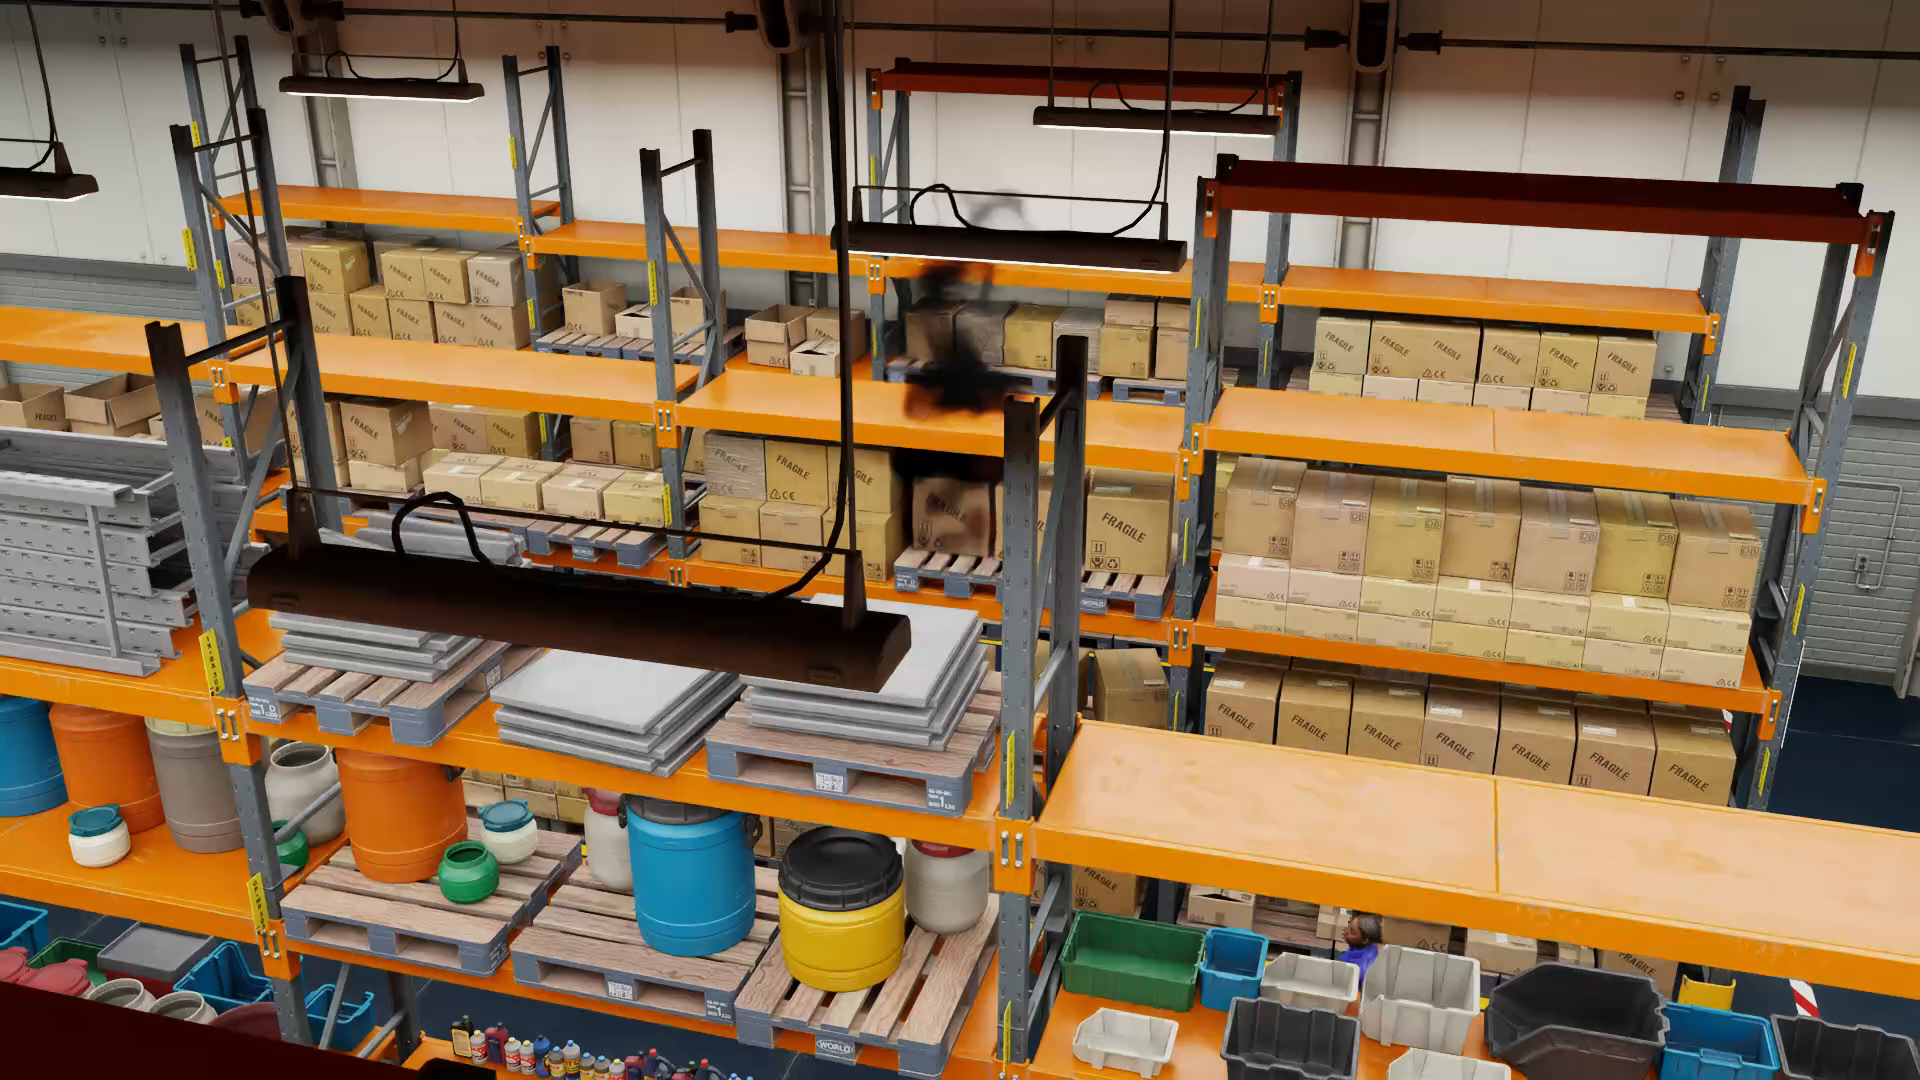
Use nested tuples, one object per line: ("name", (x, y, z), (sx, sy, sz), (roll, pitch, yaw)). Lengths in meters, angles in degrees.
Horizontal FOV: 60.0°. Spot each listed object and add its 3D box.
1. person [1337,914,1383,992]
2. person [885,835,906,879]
("person", (2.592, 3.129, 11.039), (0.753, 1.533, 0.578), (2, 23, 5))
("person", (-0.449, 2.602, 11.429), (0.884, 1.804, 0.636), (2, 23, 4))
